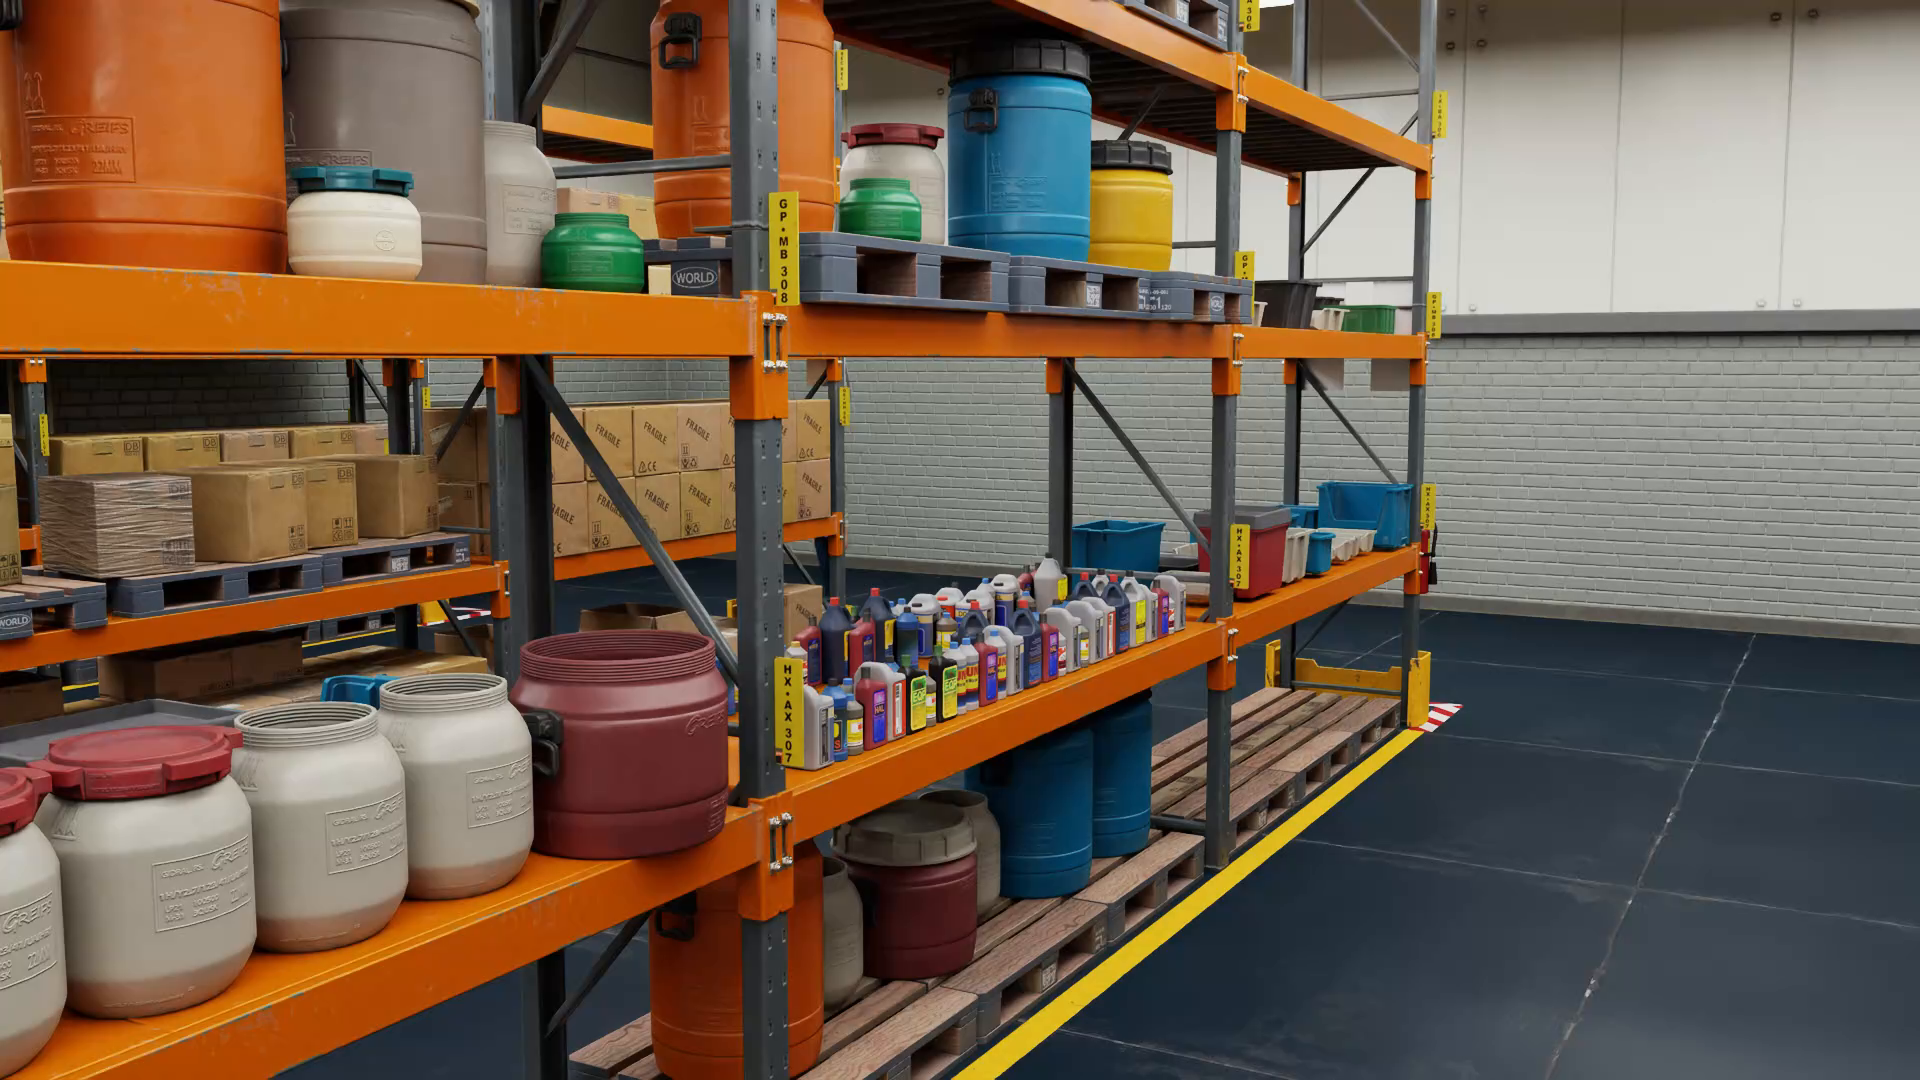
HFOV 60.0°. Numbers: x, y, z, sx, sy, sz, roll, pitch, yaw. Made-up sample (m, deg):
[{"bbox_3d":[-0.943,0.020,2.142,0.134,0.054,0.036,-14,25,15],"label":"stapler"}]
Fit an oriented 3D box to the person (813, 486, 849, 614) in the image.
[{"bbox_3d":[-1.357,-0.024,17.266,0.418,1.600,0.409,3,7,30],"label":"person"}]
